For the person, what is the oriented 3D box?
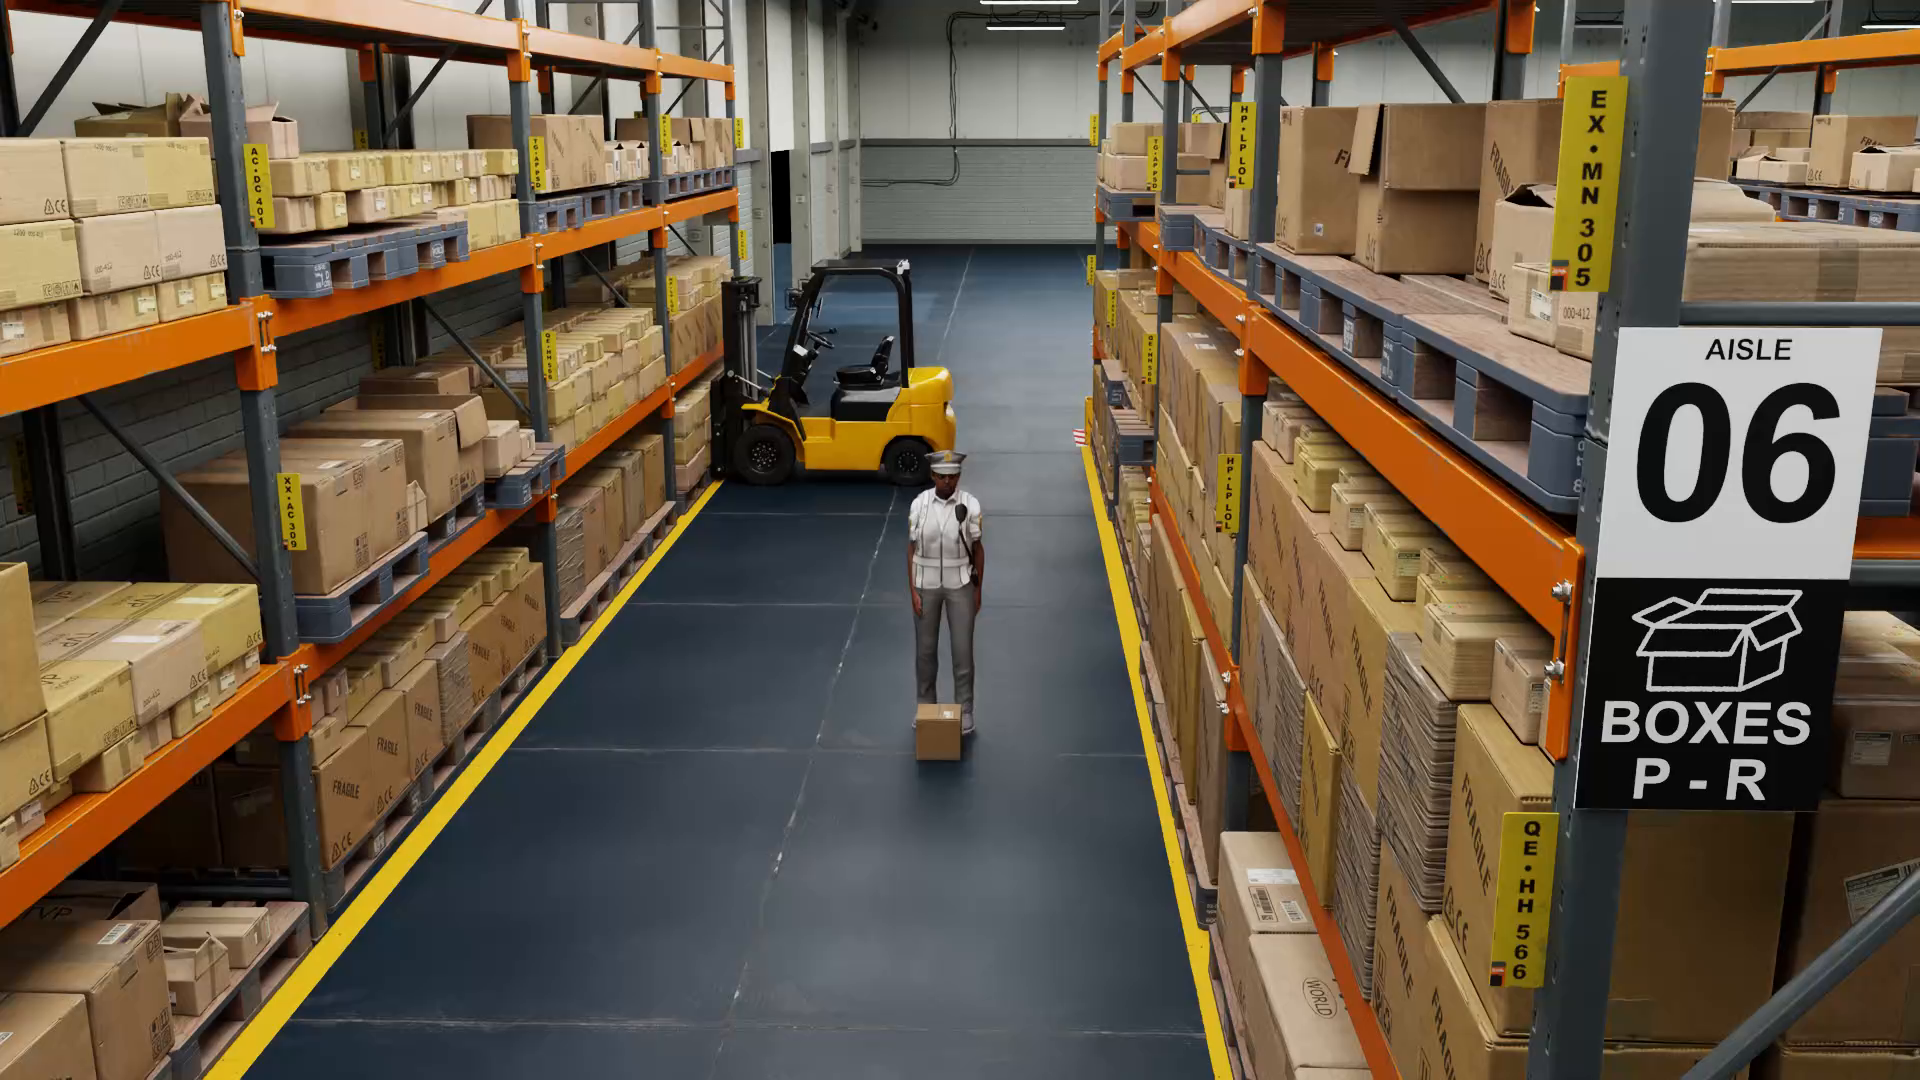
[{"bbox_3d":[-0.085,0.295,9.795,0.447,1.690,0.358,1,14,3],"label":"person"}]
